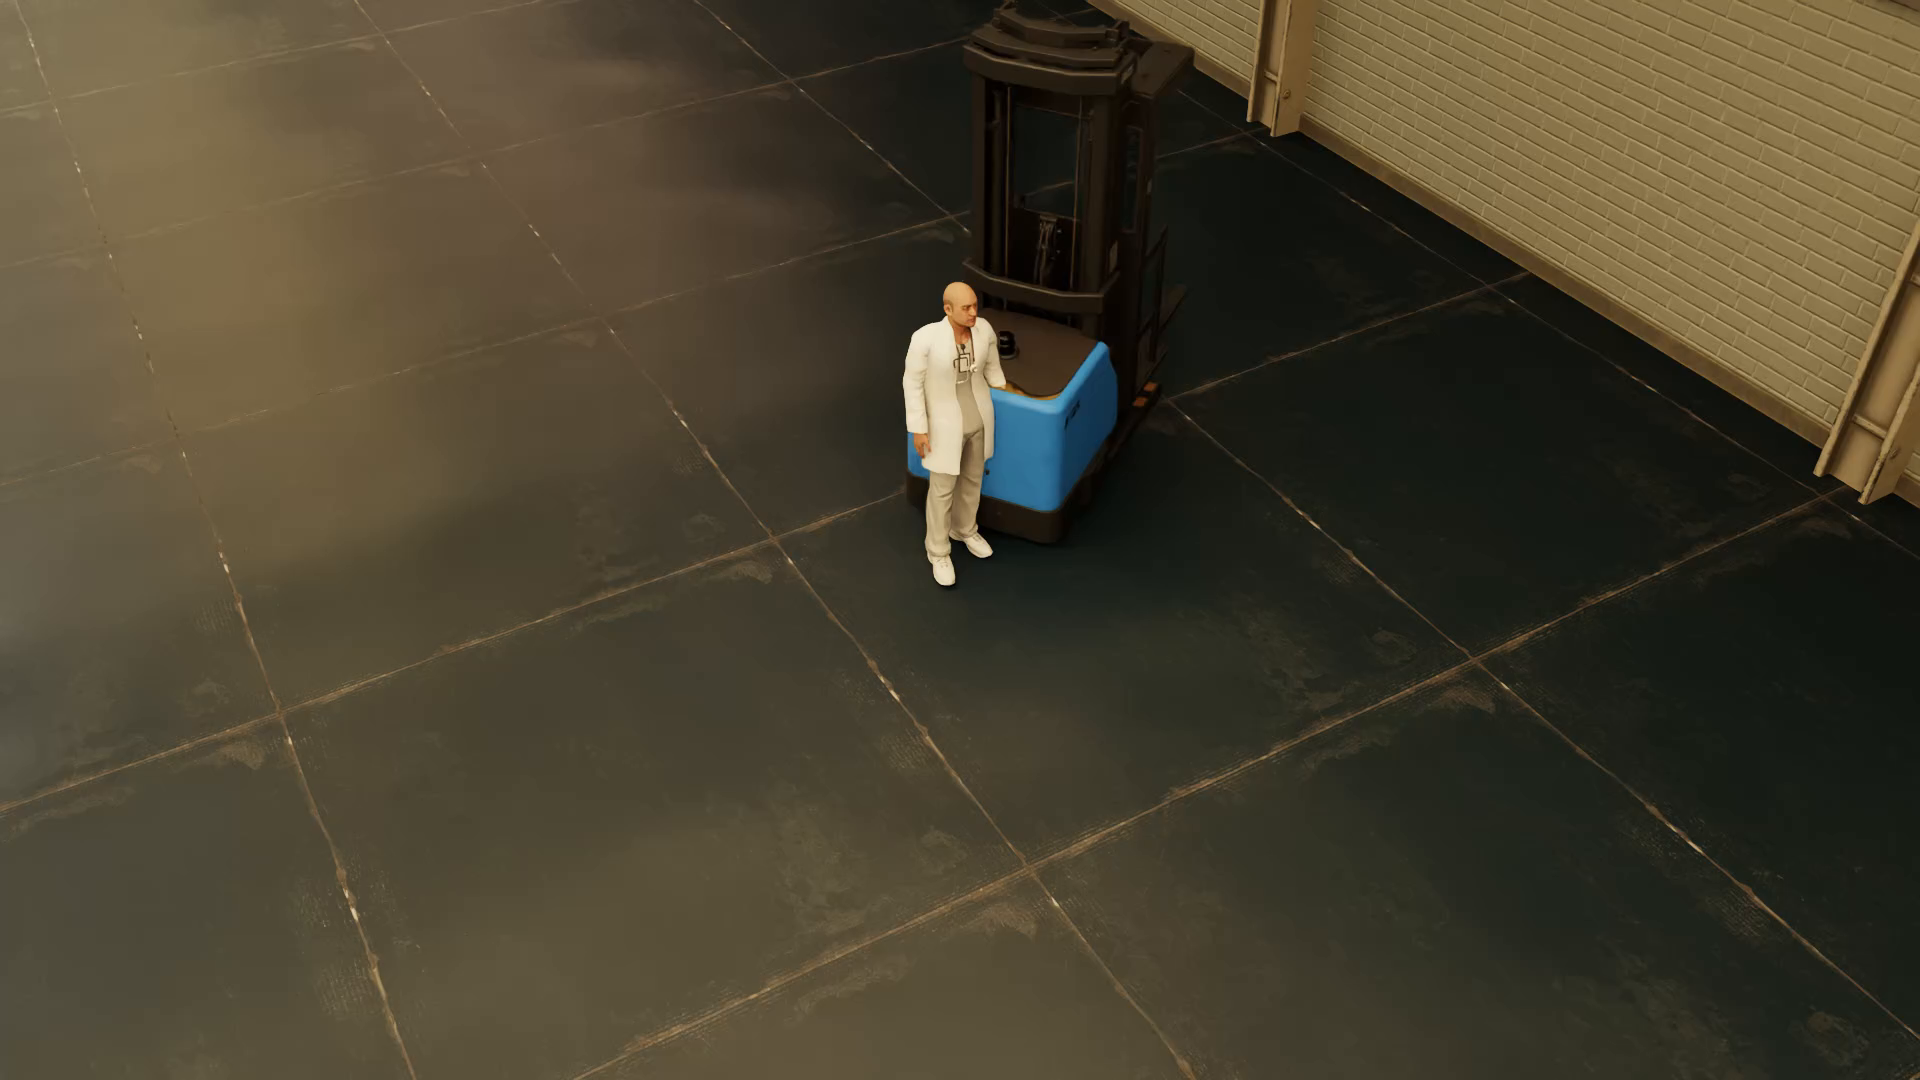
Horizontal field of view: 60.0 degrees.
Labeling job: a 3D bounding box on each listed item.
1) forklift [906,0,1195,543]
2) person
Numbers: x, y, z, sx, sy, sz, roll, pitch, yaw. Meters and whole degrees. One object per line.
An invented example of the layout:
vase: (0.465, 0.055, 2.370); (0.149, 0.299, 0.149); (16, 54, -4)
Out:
forklift: (0.740, -2.047, 10.504); (1.130, 2.935, 3.031); (16, 42, 19)
person: (0.036, -0.637, 9.696); (0.684, 1.776, 0.581); (-20, 44, -23)
